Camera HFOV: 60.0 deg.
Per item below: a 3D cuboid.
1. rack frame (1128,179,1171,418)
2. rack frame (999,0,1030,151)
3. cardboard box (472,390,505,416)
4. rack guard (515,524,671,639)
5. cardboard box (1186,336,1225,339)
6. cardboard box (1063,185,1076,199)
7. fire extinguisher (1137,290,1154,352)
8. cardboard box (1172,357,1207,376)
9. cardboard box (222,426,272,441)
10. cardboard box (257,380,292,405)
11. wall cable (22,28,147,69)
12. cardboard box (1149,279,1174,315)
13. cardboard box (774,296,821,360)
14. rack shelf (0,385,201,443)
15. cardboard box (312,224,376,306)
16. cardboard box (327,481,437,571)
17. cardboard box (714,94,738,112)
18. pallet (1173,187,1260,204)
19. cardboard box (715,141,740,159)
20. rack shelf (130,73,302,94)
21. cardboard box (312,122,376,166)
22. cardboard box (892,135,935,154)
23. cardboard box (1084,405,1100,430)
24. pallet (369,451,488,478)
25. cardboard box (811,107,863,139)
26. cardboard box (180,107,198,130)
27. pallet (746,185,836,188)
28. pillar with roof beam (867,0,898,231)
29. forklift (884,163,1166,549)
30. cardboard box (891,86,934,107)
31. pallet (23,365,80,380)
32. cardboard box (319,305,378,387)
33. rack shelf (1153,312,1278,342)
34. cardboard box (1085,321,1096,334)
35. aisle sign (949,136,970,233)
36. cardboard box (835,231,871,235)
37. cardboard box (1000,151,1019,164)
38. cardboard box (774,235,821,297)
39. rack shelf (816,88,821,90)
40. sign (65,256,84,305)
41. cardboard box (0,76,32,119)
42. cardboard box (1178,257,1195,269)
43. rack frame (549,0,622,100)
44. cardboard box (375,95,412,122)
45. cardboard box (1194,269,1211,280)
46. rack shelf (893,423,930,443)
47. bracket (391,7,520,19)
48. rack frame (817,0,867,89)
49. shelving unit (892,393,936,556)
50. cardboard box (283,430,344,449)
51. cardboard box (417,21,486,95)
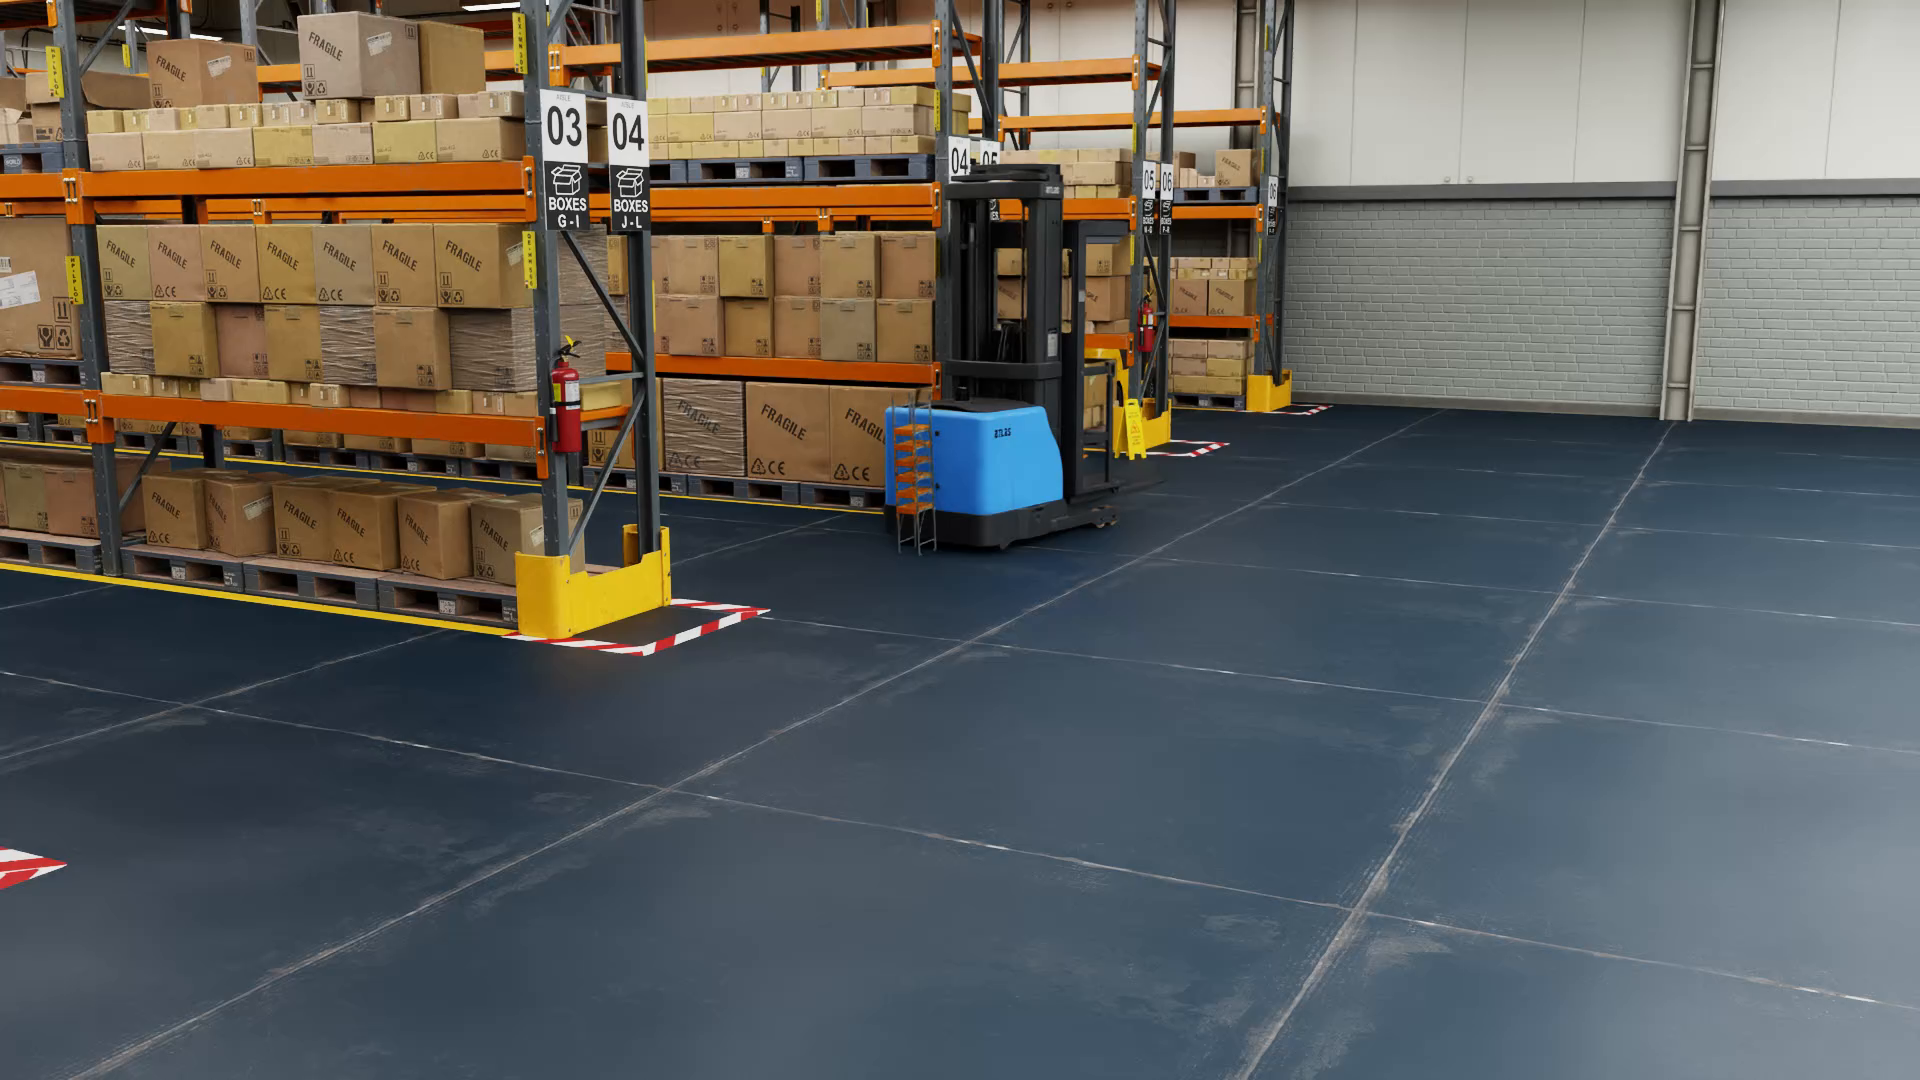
[{"bbox_3d":[2.165,-2.561,18.958,0.127,3.000,1.000,5,11,26],"label":"rack frame"},{"bbox_3d":[0.771,-6.621,24.547,0.127,3.000,1.000,5,11,26],"label":"rack frame"},{"bbox_3d":[-2.791,-0.864,10.286,0.250,0.149,0.380,5,11,26],"label":"cardboard box"},{"bbox_3d":[-2.288,0.246,10.468,0.348,0.500,1.175,5,11,26],"label":"rack guard"},{"bbox_3d":[3.561,-2.807,24.049,0.500,0.250,0.500,5,11,26],"label":"cardboard box"},{"bbox_3d":[1.261,-3.938,18.847,0.250,0.149,0.380,5,12,28],"label":"cardboard box"},{"bbox_3d":[2.064,-2.440,18.508,0.183,0.674,0.296,5,11,26],"label":"fire extinguisher"},{"bbox_3d":[3.338,-2.483,23.666,0.500,0.250,0.500,5,11,25],"label":"cardboard box"},{"bbox_3d":[-7.815,-1.380,18.270,0.500,0.500,0.500,5,11,26],"label":"cardboard box"},{"bbox_3d":[-4.396,-0.989,10.976,0.250,0.149,0.380,5,11,26],"label":"cardboard box"},{"bbox_3d":[-15.807,-7.757,30.719,0.133,3.039,2.988,5,11,26],"label":"wall cable"},{"bbox_3d":[2.880,-3.483,23.770,0.500,0.500,0.500,5,11,25],"label":"cardboard box"},{"bbox_3d":[-1.237,-1.962,15.229,0.550,0.550,0.875,5,11,26],"label":"cardboard box"},{"bbox_3d":[-7.600,-1.097,12.889,4.000,0.370,1.077,5,11,26],"label":"rack shelf"},{"bbox_3d":[-3.720,-1.748,10.542,0.500,0.500,0.500,5,11,26],"label":"cardboard box"},{"bbox_3d":[-3.877,-0.101,11.204,0.500,0.500,0.500,6,12,31],"label":"cardboard box"},{"bbox_3d":[-1.981,-3.875,14.804,0.250,0.149,0.380,5,11,26],"label":"cardboard box"},{"bbox_3d":[3.736,-4.846,23.411,1.213,0.211,1.003,5,11,26],"label":"pallet"},{"bbox_3d":[-1.981,-3.483,14.875,0.250,0.149,0.380,5,11,27],"label":"cardboard box"},{"bbox_3d":[-8.902,-4.952,18.465,4.000,0.370,1.077,5,11,26],"label":"rack shelf"},{"bbox_3d":[-3.669,-2.458,10.390,0.500,0.250,0.500,5,12,27],"label":"cardboard box"},{"bbox_3d":[-0.382,-3.343,14.100,0.250,0.149,0.380,5,11,26],"label":"cardboard box"},{"bbox_3d":[1.300,-1.437,19.290,0.500,0.250,0.500,5,11,26],"label":"cardboard box"},{"bbox_3d":[-5.345,-0.850,17.335,1.213,0.211,1.003,5,11,26],"label":"pallet"},{"bbox_3d":[-0.945,-3.600,14.404,0.500,0.250,0.500,5,11,26],"label":"cardboard box"},{"bbox_3d":[-4.909,-2.770,10.990,0.250,0.149,0.380,5,12,28],"label":"cardboard box"},{"bbox_3d":[-1.928,-4.325,20.812,1.003,0.211,1.213,5,11,26],"label":"pallet"},{"bbox_3d":[-3.153,-6.290,22.717,0.548,9.000,9.100,5,11,26],"label":"pillar with roof beam"},{"bbox_3d":[0.685,-1.584,13.755,1.130,2.935,3.031,8,13,36],"label":"forklift"},{"bbox_3d":[-0.387,-3.735,14.031,0.250,0.149,0.380,5,11,26],"label":"cardboard box"},{"bbox_3d":[-7.601,-1.365,12.887,1.213,0.211,1.003,5,11,26],"label":"pallet"},{"bbox_3d":[-3.631,-1.288,10.809,0.500,0.500,0.875,5,11,26],"label":"cardboard box"},{"bbox_3d":[2.565,-3.158,24.274,4.000,0.370,1.077,5,11,26],"label":"rack shelf"},{"bbox_3d":[1.459,-2.435,18.966,0.250,0.149,0.380,5,11,25],"label":"cardboard box"},{"bbox_3d":[-0.004,-2.988,14.018,0.004,0.787,0.394,5,11,26],"label":"aisle sign"},{"bbox_3d":[-1.123,-3.494,20.192,0.500,0.500,0.700,5,11,25],"label":"cardboard box"},{"bbox_3d":[0.636,-4.402,19.176,0.250,0.149,0.380,5,11,24],"label":"cardboard box"},{"bbox_3d":[-1.226,-2.497,15.154,0.550,0.550,0.875,5,11,26],"label":"cardboard box"},{"bbox_3d":[-3.215,-5.435,21.135,4.000,0.370,1.077,5,11,26],"label":"rack shelf"},{"bbox_3d":[-6.049,-1.774,11.360,0.005,0.325,0.100,5,11,26],"label":"sign"},{"bbox_3d":[-7.030,-3.154,12.342,0.637,0.503,0.797,6,12,28],"label":"cardboard box"},{"bbox_3d":[3.272,-3.926,23.560,0.250,0.149,0.380,5,11,26],"label":"cardboard box"},{"bbox_3d":[-3.522,-5.030,15.753,0.127,3.000,1.000,5,11,26],"label":"rack frame"},{"bbox_3d":[-3.318,-2.608,10.096,0.250,0.149,0.380,5,11,26],"label":"cardboard box"},{"bbox_3d":[3.475,-3.751,23.429,0.250,0.149,0.380,5,12,27],"label":"cardboard box"},{"bbox_3d":[-0.356,-0.806,12.505,0.180,0.103,0.258,6,16,32],"label":"rack shelf"},{"bbox_3d":[-9.469,-9.401,29.797,4.783,0.066,0.076,5,11,26],"label":"bracket"},{"bbox_3d":[-1.422,-5.828,20.165,0.127,3.000,1.000,5,11,26],"label":"rack frame"},{"bbox_3d":[-0.345,-0.499,12.577,0.189,1.200,0.258,6,16,32],"label":"shelving unit"},{"bbox_3d":[-6.602,-1.430,17.847,0.750,0.750,1.050,5,11,25],"label":"cardboard box"},{"bbox_3d":[-3.432,-3.056,10.750,0.500,0.500,0.500,5,11,26],"label":"cardboard box"}]
